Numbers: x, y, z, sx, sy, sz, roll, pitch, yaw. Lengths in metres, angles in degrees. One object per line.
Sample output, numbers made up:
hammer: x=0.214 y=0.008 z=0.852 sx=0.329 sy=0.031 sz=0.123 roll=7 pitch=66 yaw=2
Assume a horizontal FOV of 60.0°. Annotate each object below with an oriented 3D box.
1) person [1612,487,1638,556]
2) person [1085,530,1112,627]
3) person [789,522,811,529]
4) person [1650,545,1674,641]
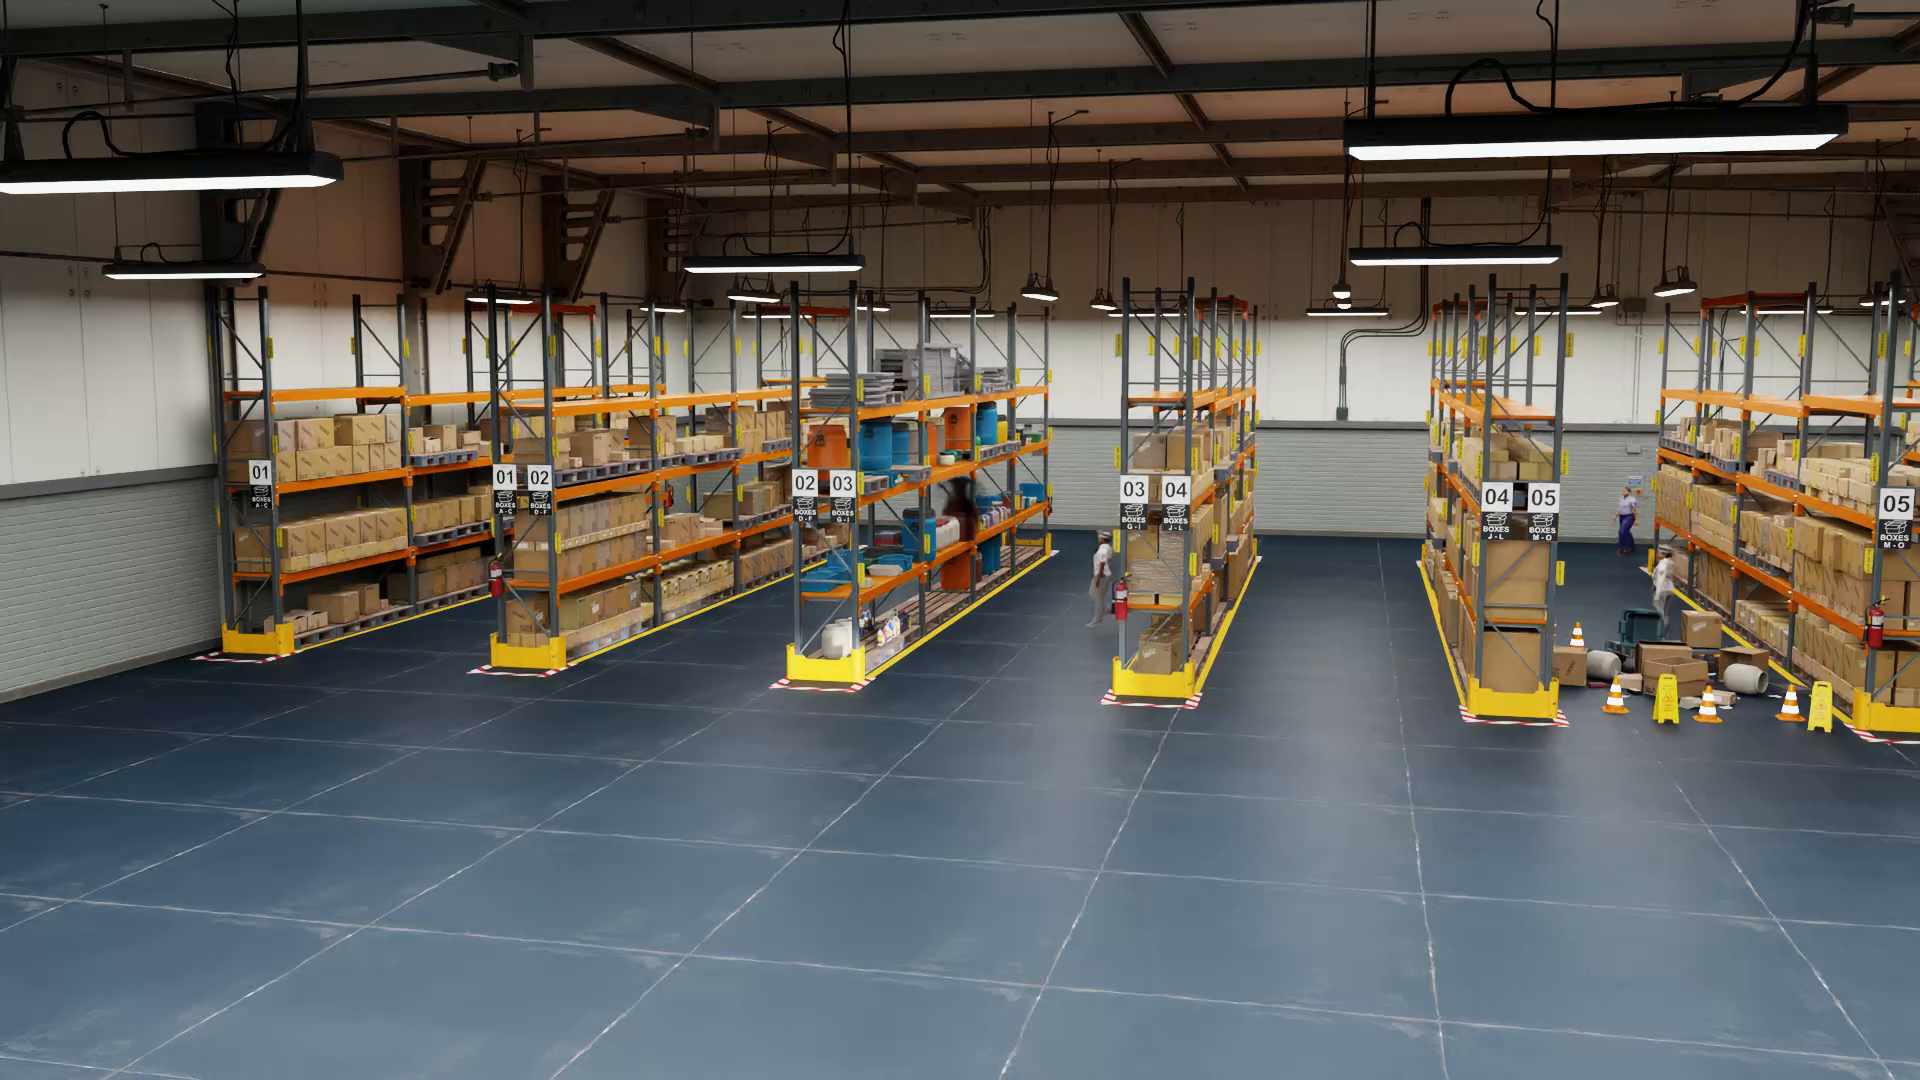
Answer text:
person: x=16.210 y=-0.460 z=40.564 sx=0.679 sy=1.690 sz=0.480 roll=-1 pitch=7 yaw=-12
person: x=2.460 y=0.680 z=29.374 sx=0.506 sy=1.697 sz=0.466 roll=0 pitch=7 yaw=-2
person: x=-4.225 y=-0.997 z=44.625 sx=0.609 sy=1.738 sz=0.874 roll=-5 pitch=8 yaw=-39
person: x=12.011 y=0.904 z=28.522 sx=0.483 sy=1.669 sz=0.528 roll=-4 pitch=8 yaw=-29
